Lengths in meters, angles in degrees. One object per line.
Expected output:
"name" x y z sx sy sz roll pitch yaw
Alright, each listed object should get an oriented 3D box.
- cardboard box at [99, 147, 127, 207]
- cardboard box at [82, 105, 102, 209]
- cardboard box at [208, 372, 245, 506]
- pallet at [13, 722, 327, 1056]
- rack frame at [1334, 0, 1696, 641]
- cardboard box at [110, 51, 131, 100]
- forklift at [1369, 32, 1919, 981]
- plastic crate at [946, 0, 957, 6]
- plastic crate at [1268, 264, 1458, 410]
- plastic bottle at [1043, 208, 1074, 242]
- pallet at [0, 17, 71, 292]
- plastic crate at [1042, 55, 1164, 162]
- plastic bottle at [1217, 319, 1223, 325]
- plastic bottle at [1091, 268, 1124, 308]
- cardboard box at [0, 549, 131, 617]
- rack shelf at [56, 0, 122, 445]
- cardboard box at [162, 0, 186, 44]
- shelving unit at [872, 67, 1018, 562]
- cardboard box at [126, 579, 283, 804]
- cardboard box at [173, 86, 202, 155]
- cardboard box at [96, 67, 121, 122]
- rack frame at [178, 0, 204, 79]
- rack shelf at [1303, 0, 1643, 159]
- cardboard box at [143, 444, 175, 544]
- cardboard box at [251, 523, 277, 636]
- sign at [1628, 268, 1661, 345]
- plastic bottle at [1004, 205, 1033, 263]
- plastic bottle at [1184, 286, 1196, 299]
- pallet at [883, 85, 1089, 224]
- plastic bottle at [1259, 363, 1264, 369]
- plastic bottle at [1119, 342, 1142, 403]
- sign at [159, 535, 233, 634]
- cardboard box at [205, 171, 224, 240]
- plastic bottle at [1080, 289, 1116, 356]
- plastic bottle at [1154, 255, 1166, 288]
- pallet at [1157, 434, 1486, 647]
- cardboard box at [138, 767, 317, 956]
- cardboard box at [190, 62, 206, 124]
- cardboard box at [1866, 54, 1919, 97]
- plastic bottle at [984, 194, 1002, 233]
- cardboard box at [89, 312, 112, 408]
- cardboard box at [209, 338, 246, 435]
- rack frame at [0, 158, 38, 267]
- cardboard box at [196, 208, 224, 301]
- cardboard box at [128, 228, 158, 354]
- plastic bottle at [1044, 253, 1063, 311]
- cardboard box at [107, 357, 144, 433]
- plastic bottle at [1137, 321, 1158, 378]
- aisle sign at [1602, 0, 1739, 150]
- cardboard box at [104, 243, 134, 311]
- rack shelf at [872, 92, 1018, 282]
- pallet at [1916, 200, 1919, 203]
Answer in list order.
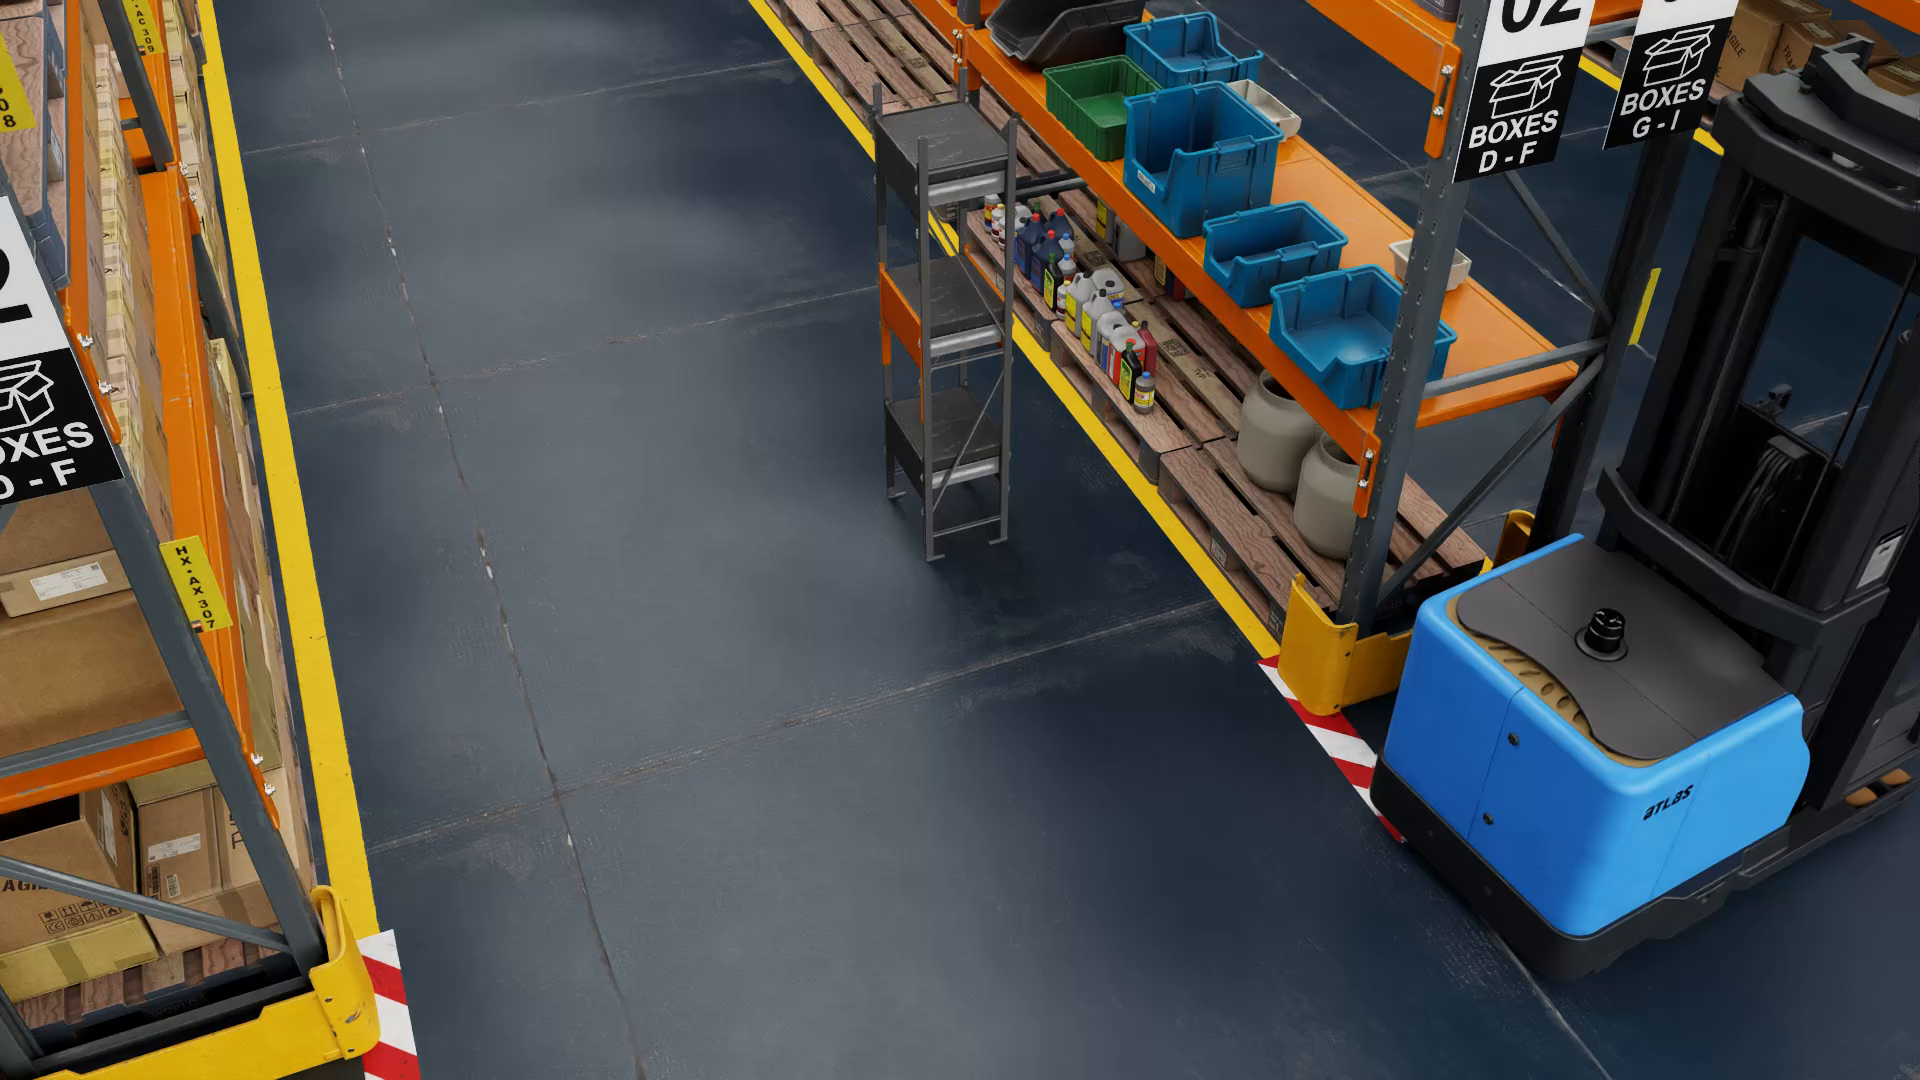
"cardboard box" -3.421 -1.352 6.367 0.380 0.149 0.250 -15 43 -17
"cardboard box" -3.549 -1.450 5.983 0.700 0.500 0.500 -15 43 -17
"cardboard box" -3.356 -0.364 7.003 0.500 0.500 0.500 -15 43 -17
"pallet" -2.911 1.224 6.083 1.003 0.211 1.213 -15 43 -17
"rack frame" 1.998 -0.616 6.085 1.000 3.000 0.127 -15 43 -17
"cardboard box" -4.260 -2.282 8.214 0.380 0.149 0.250 -15 43 -17
"forklift" 3.115 -0.285 5.752 3.031 2.935 1.130 -20 45 -22
"plastic crate" 0.000 -3.265 9.116 0.402 0.464 0.583 -15 43 -17
"plastic crate" 1.530 -0.787 6.397 0.499 0.251 0.616 -15 43 -17
"plastic bottle" 0.526 -1.634 8.963 0.144 0.351 0.185 -15 43 -17
"pallet" -2.826 -0.919 4.204 1.003 0.211 1.213 -15 43 -17
"plastic crate" 0.726 -2.057 7.923 0.450 0.188 0.662 -15 43 -17
"plastic bottle" 1.385 -1.218 8.594 0.097 0.201 0.097 0 41 0
"plastic bottle" 0.755 -1.252 8.576 0.152 0.276 0.135 -15 43 -17
"cardboard box" -2.531 0.043 4.744 0.380 0.149 0.250 -15 43 -17
"rack shelf" -3.345 -1.452 5.308 1.077 0.370 4.000 -15 43 -17
"cardboard box" -5.213 -3.277 10.536 0.500 0.311 0.500 -14 43 -16
"shelving unit" -0.063 -0.896 7.100 0.431 2.100 0.503 -15 43 -17
"cardboard box" -2.773 0.537 5.955 0.500 0.500 0.500 -15 43 -17
"cardboard box" -4.628 -2.359 9.467 0.500 0.311 0.500 -14 43 -16
"cardboard box" -3.716 -1.816 6.906 0.380 0.149 0.250 -16 43 -18
"rack frame" -5.641 -4.202 10.254 1.000 3.000 0.127 -15 43 -17
"rack shelf" 1.233 -2.686 6.742 1.077 0.370 4.000 -15 43 -17
"cardboard box" -2.952 -0.020 5.315 0.700 0.500 0.500 -14 43 -16
"cardboard box" -3.152 0.218 6.901 0.500 0.250 0.500 -15 43 -17
"sign" 2.508 -0.856 6.151 0.100 0.325 0.005 -15 43 -17
"plastic bottle" 0.334 -1.671 9.062 0.152 0.276 0.135 -14 43 -15
"plastic bottle" 1.236 -1.435 8.788 0.152 0.276 0.135 -14 43 -16
"pallet" 0.131 -2.432 10.335 1.003 0.211 1.213 -15 43 -17
"plastic bottle" 1.553 -0.954 8.287 0.097 0.201 0.097 0 41 0
"plastic bottle" 0.829 -0.816 8.063 0.061 0.283 0.133 -14 43 -16
"sign" -2.065 0.124 4.499 0.100 0.325 0.005 -15 43 -17
"cardboard box" -4.431 -1.833 9.287 0.500 0.250 0.500 -16 43 -18
"plastic bottle" 0.699 -1.117 8.361 0.144 0.351 0.185 -13 42 -15
"plastic bottle" 1.092 -1.495 8.853 0.061 0.283 0.133 -15 43 -17
"pallet" 1.620 -0.084 7.604 1.003 0.211 1.213 -15 43 -17
"cardboard box" -2.579 1.122 5.850 0.500 0.250 0.500 -15 43 -17
"cardboard box" -5.014 -2.753 10.356 0.500 0.250 0.500 -16 43 -17
"cardboard box" 5.696 -2.524 9.899 0.500 0.500 0.500 -19 44 -21
"plastic bottle" 0.185 -1.857 9.282 0.097 0.271 0.097 0 41 0
"cardboard box" -2.973 -0.544 4.929 0.700 0.500 0.500 -16 43 -18
"cardboard box" -3.731 -0.684 7.950 0.500 0.250 0.500 -15 43 -17
"rack frame" -2.580 -1.657 2.694 1.000 3.000 0.127 -15 43 -17
"cardboard box" -4.038 -1.433 8.391 0.500 0.311 0.500 -15 43 -17
"cardboard box" -3.539 -0.945 6.391 0.700 0.500 0.500 -14 43 -16
"plastic bottle" 0.490 -1.349 8.683 0.061 0.283 0.133 -13 42 -15
"cardboard box" -2.823 -0.418 5.280 0.380 0.149 0.250 -16 43 -18
"plastic bottle" 0.917 -0.936 8.202 0.061 0.283 0.133 -15 43 -17
"aisle sign" 2.296 -1.632 5.272 0.394 0.787 0.004 -15 43 -17
"cardboard box" -3.118 -0.883 5.821 0.380 0.149 0.250 -15 43 -16
"rack shelf" -0.063 -1.416 6.652 0.431 0.518 0.480 -15 43 -17
"pallet" 5.804 -2.072 9.917 1.003 0.211 1.213 -15 43 -17
